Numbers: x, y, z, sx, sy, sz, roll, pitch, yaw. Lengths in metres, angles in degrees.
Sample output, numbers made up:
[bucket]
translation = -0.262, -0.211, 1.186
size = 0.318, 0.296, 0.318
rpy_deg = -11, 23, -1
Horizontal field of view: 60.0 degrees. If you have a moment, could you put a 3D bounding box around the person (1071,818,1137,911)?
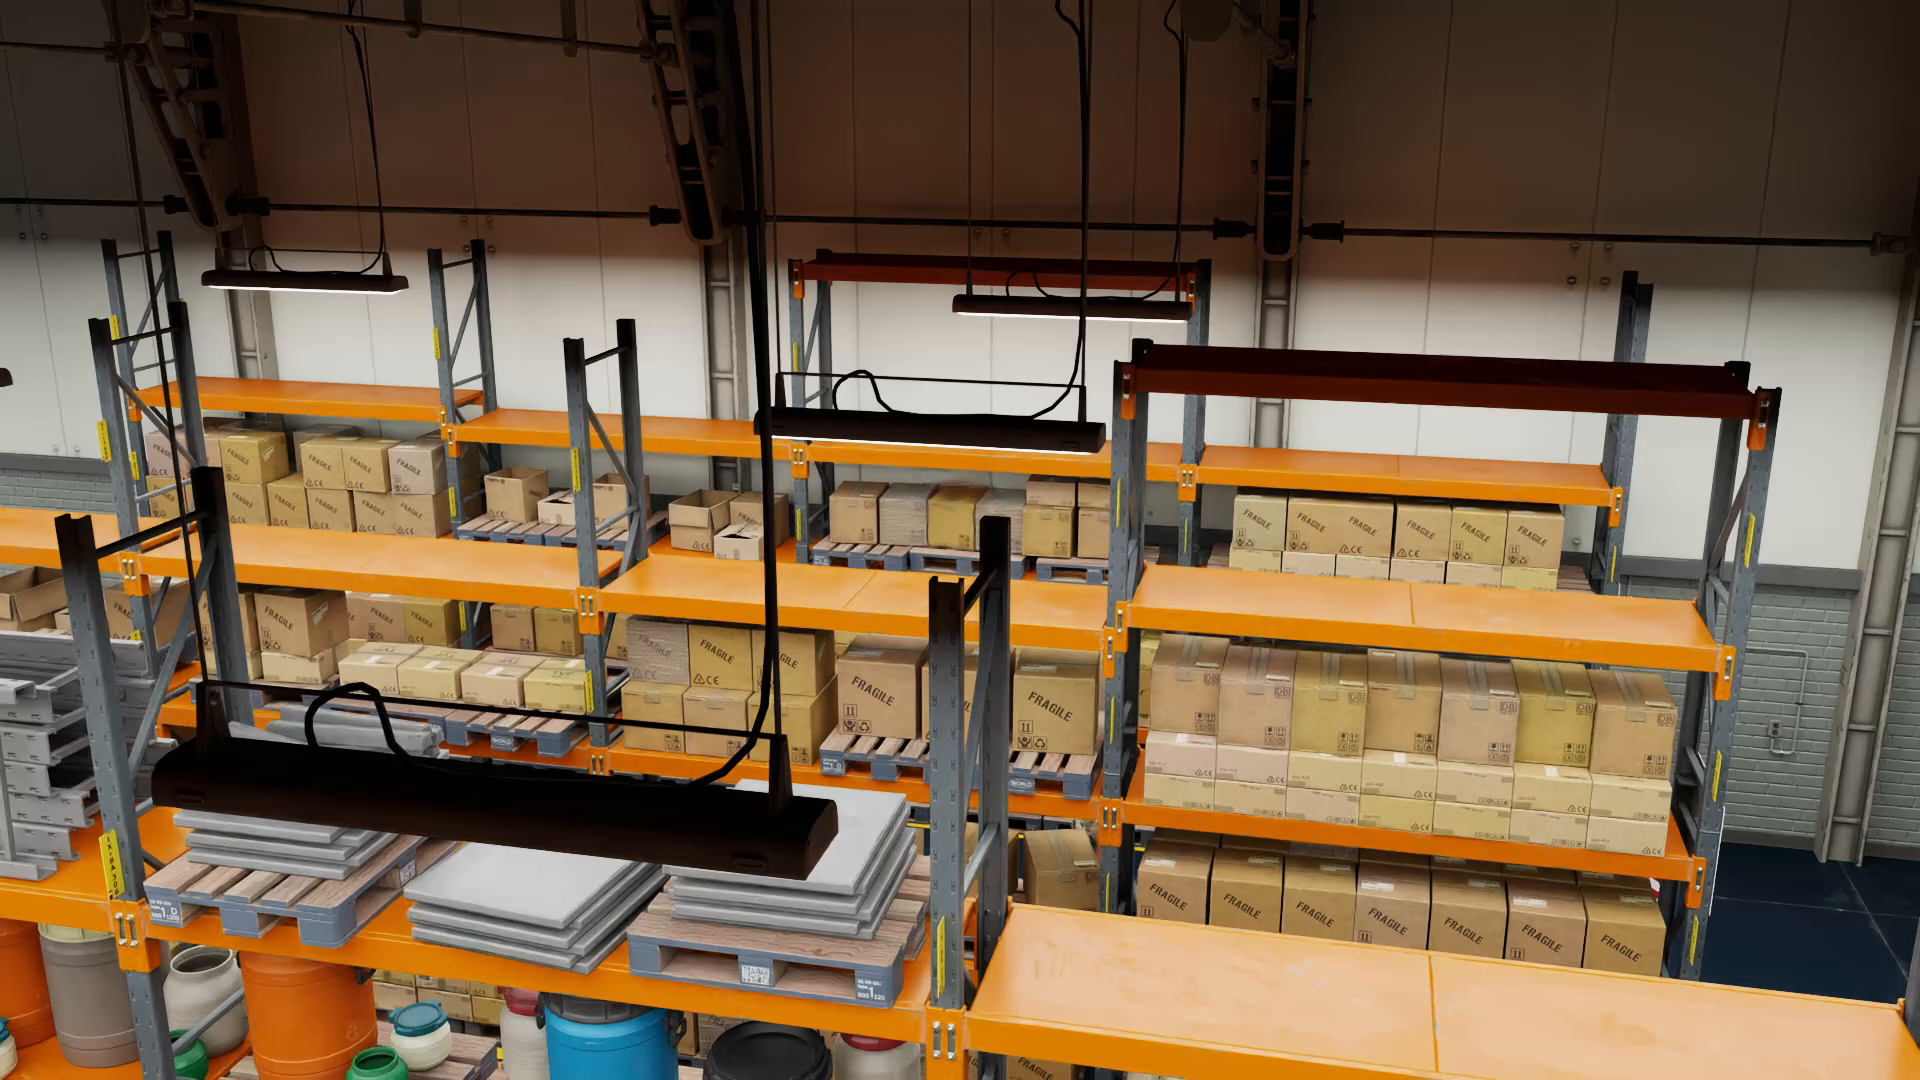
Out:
[person]
translation = 1.242, 2.787, 15.759
size = 1.099, 1.705, 0.620
rpy_deg = 3, 17, 10
